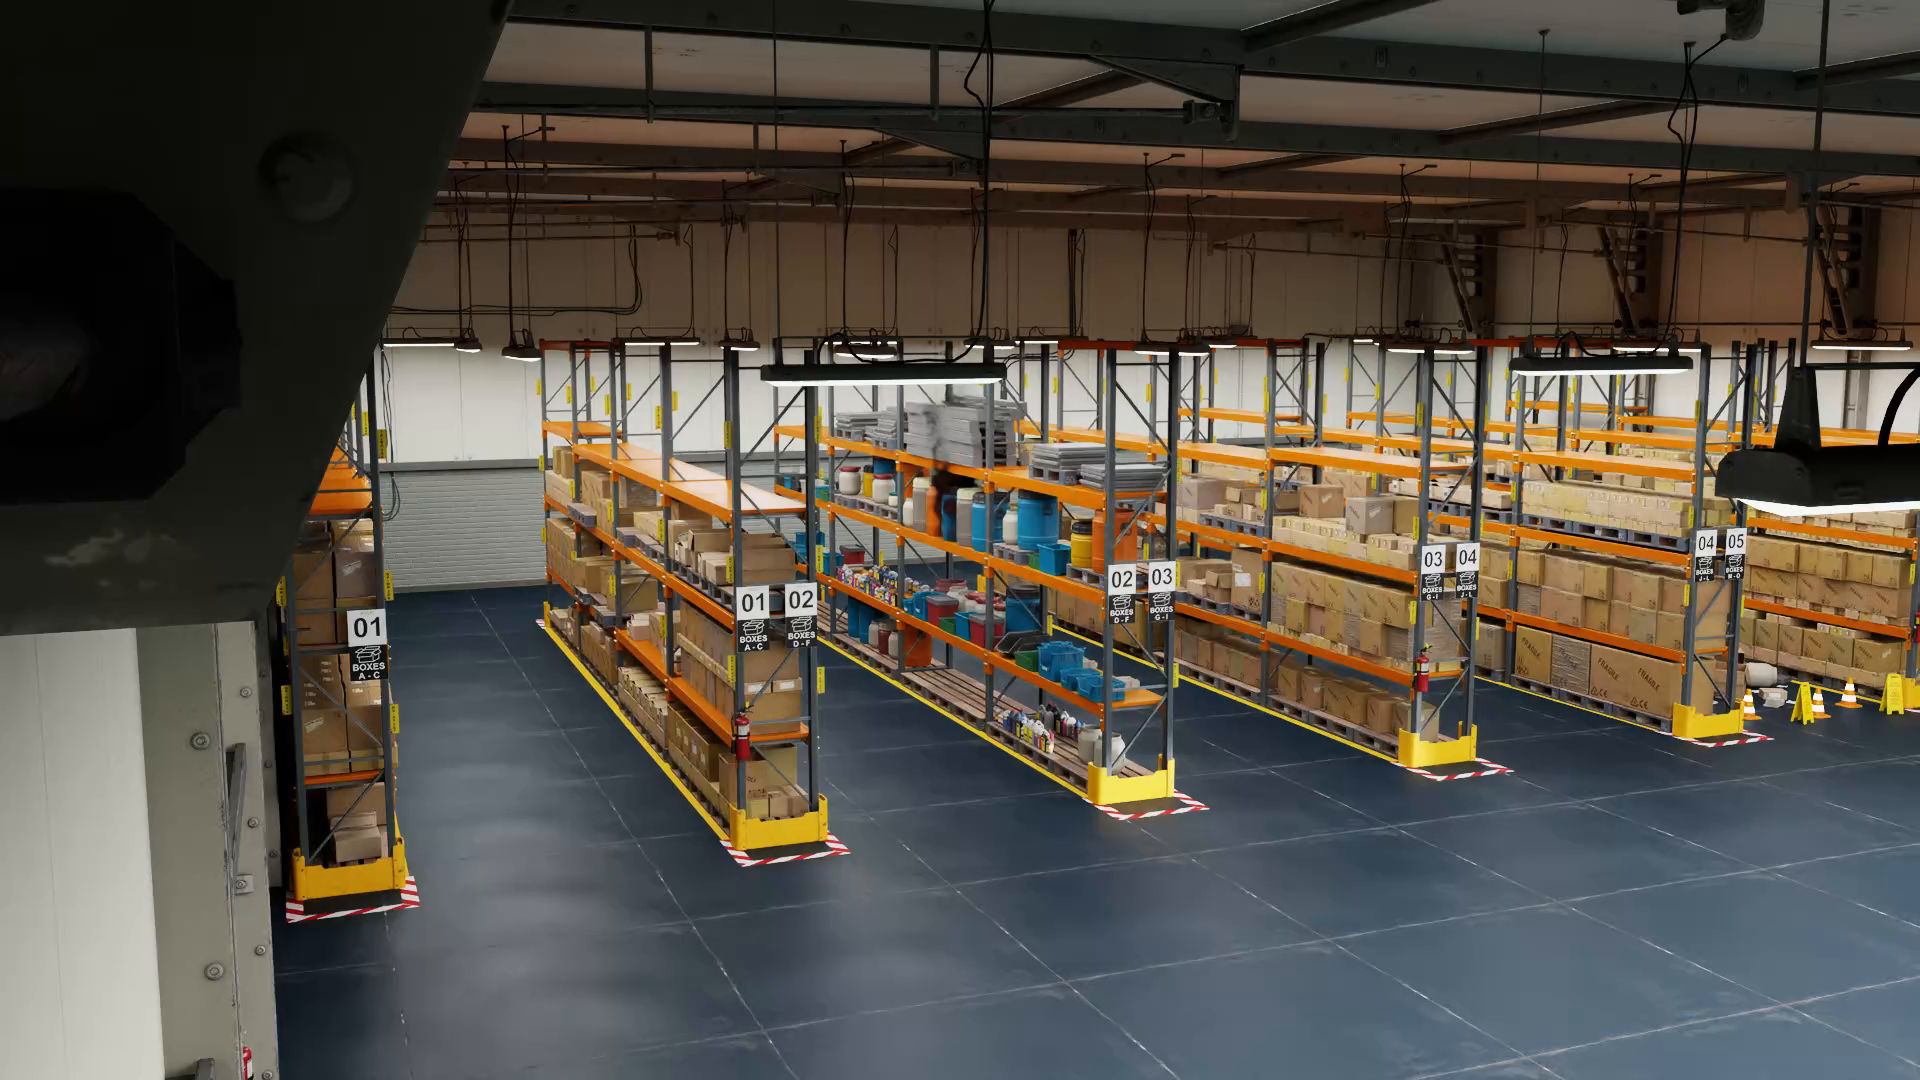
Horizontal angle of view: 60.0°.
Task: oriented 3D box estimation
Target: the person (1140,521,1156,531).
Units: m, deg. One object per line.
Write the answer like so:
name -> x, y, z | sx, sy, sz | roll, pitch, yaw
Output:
person -> 4.624, 0.174, 41.267 | 0.713, 1.616, 0.696 | -5, 9, -32

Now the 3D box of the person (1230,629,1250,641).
person -> 5.549, 1.202, 32.592 | 0.706, 1.745, 0.987 | -4, 8, -27

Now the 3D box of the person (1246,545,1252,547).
person -> 6.095, 0.934, 34.842 | 0.669, 1.823, 0.751 | -4, 8, -28
